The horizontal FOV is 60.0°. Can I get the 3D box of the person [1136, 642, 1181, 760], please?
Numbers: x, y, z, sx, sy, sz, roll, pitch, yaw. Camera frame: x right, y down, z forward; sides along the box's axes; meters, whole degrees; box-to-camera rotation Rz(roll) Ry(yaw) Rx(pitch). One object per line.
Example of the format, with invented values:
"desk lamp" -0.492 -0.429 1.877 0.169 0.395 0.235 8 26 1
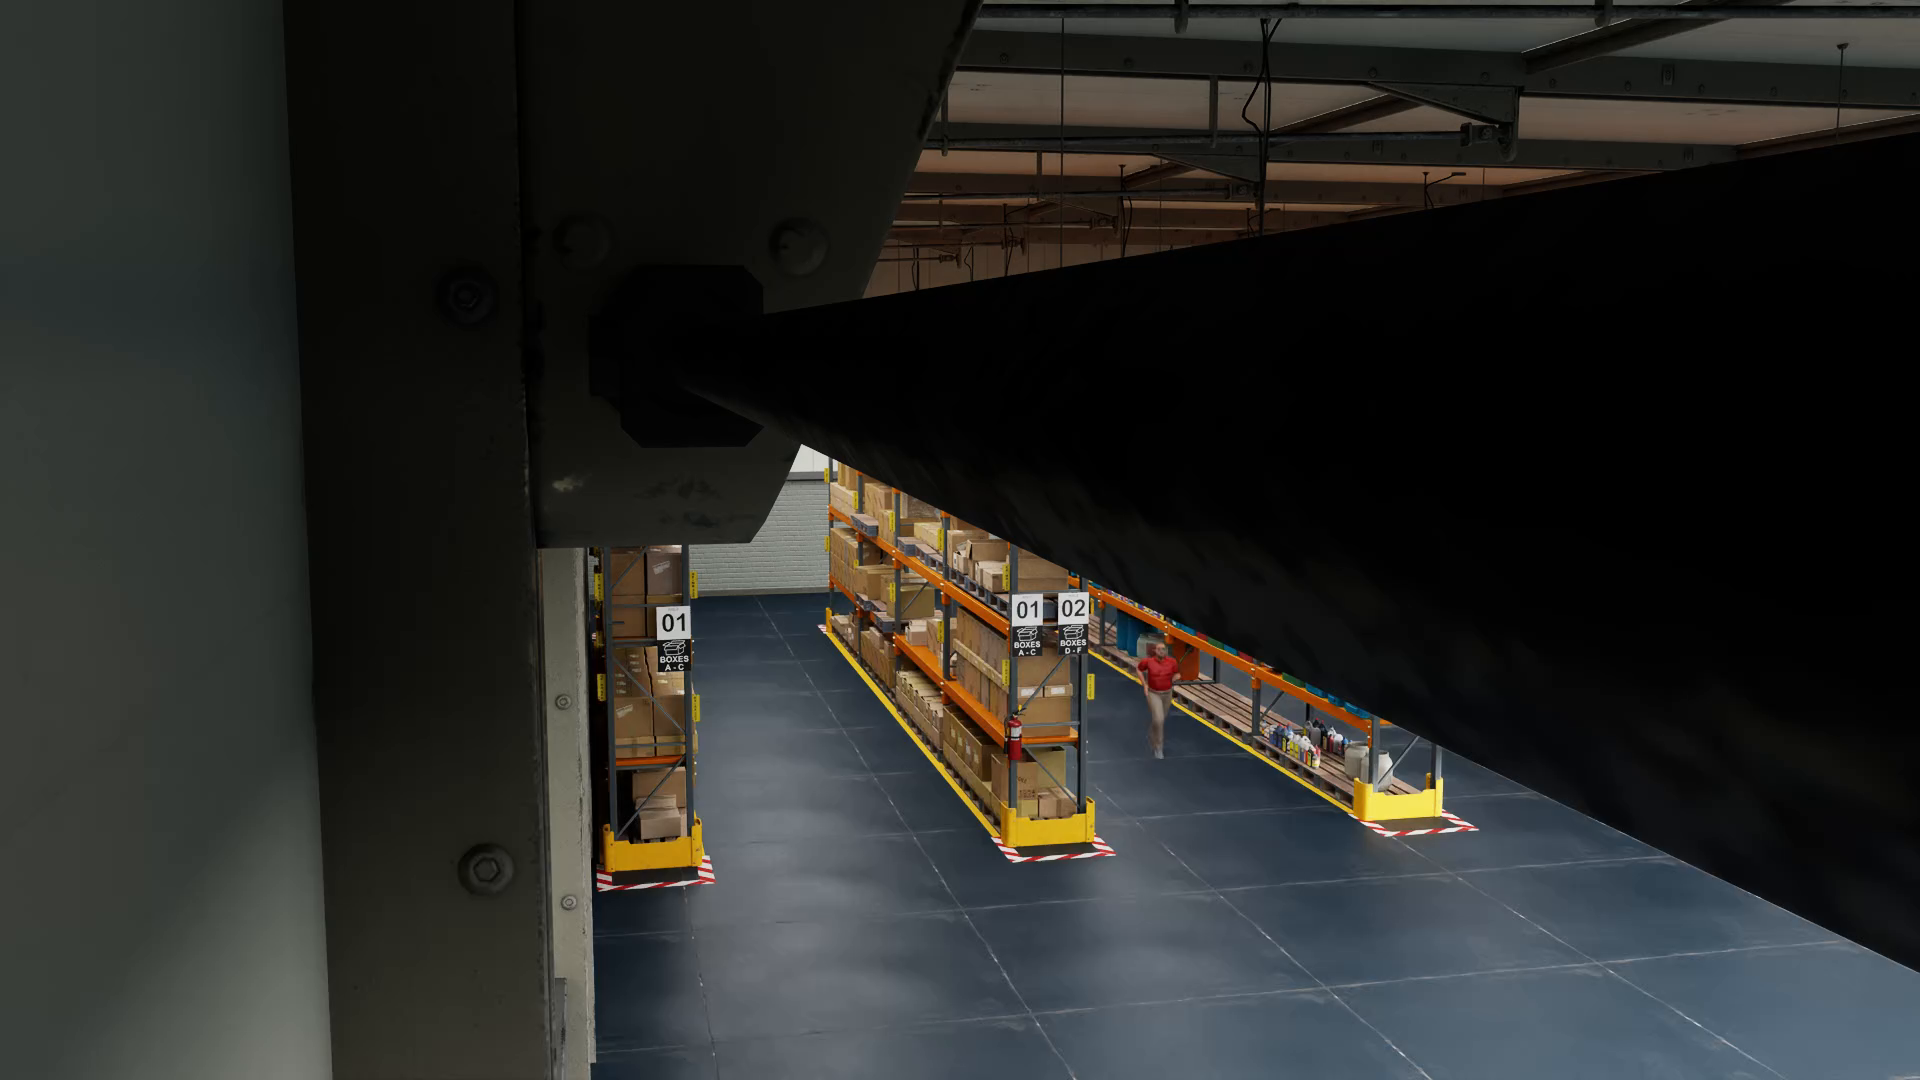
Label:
"person" 3.085 2.450 25.633 0.629 1.803 0.811 -2 7 -17
